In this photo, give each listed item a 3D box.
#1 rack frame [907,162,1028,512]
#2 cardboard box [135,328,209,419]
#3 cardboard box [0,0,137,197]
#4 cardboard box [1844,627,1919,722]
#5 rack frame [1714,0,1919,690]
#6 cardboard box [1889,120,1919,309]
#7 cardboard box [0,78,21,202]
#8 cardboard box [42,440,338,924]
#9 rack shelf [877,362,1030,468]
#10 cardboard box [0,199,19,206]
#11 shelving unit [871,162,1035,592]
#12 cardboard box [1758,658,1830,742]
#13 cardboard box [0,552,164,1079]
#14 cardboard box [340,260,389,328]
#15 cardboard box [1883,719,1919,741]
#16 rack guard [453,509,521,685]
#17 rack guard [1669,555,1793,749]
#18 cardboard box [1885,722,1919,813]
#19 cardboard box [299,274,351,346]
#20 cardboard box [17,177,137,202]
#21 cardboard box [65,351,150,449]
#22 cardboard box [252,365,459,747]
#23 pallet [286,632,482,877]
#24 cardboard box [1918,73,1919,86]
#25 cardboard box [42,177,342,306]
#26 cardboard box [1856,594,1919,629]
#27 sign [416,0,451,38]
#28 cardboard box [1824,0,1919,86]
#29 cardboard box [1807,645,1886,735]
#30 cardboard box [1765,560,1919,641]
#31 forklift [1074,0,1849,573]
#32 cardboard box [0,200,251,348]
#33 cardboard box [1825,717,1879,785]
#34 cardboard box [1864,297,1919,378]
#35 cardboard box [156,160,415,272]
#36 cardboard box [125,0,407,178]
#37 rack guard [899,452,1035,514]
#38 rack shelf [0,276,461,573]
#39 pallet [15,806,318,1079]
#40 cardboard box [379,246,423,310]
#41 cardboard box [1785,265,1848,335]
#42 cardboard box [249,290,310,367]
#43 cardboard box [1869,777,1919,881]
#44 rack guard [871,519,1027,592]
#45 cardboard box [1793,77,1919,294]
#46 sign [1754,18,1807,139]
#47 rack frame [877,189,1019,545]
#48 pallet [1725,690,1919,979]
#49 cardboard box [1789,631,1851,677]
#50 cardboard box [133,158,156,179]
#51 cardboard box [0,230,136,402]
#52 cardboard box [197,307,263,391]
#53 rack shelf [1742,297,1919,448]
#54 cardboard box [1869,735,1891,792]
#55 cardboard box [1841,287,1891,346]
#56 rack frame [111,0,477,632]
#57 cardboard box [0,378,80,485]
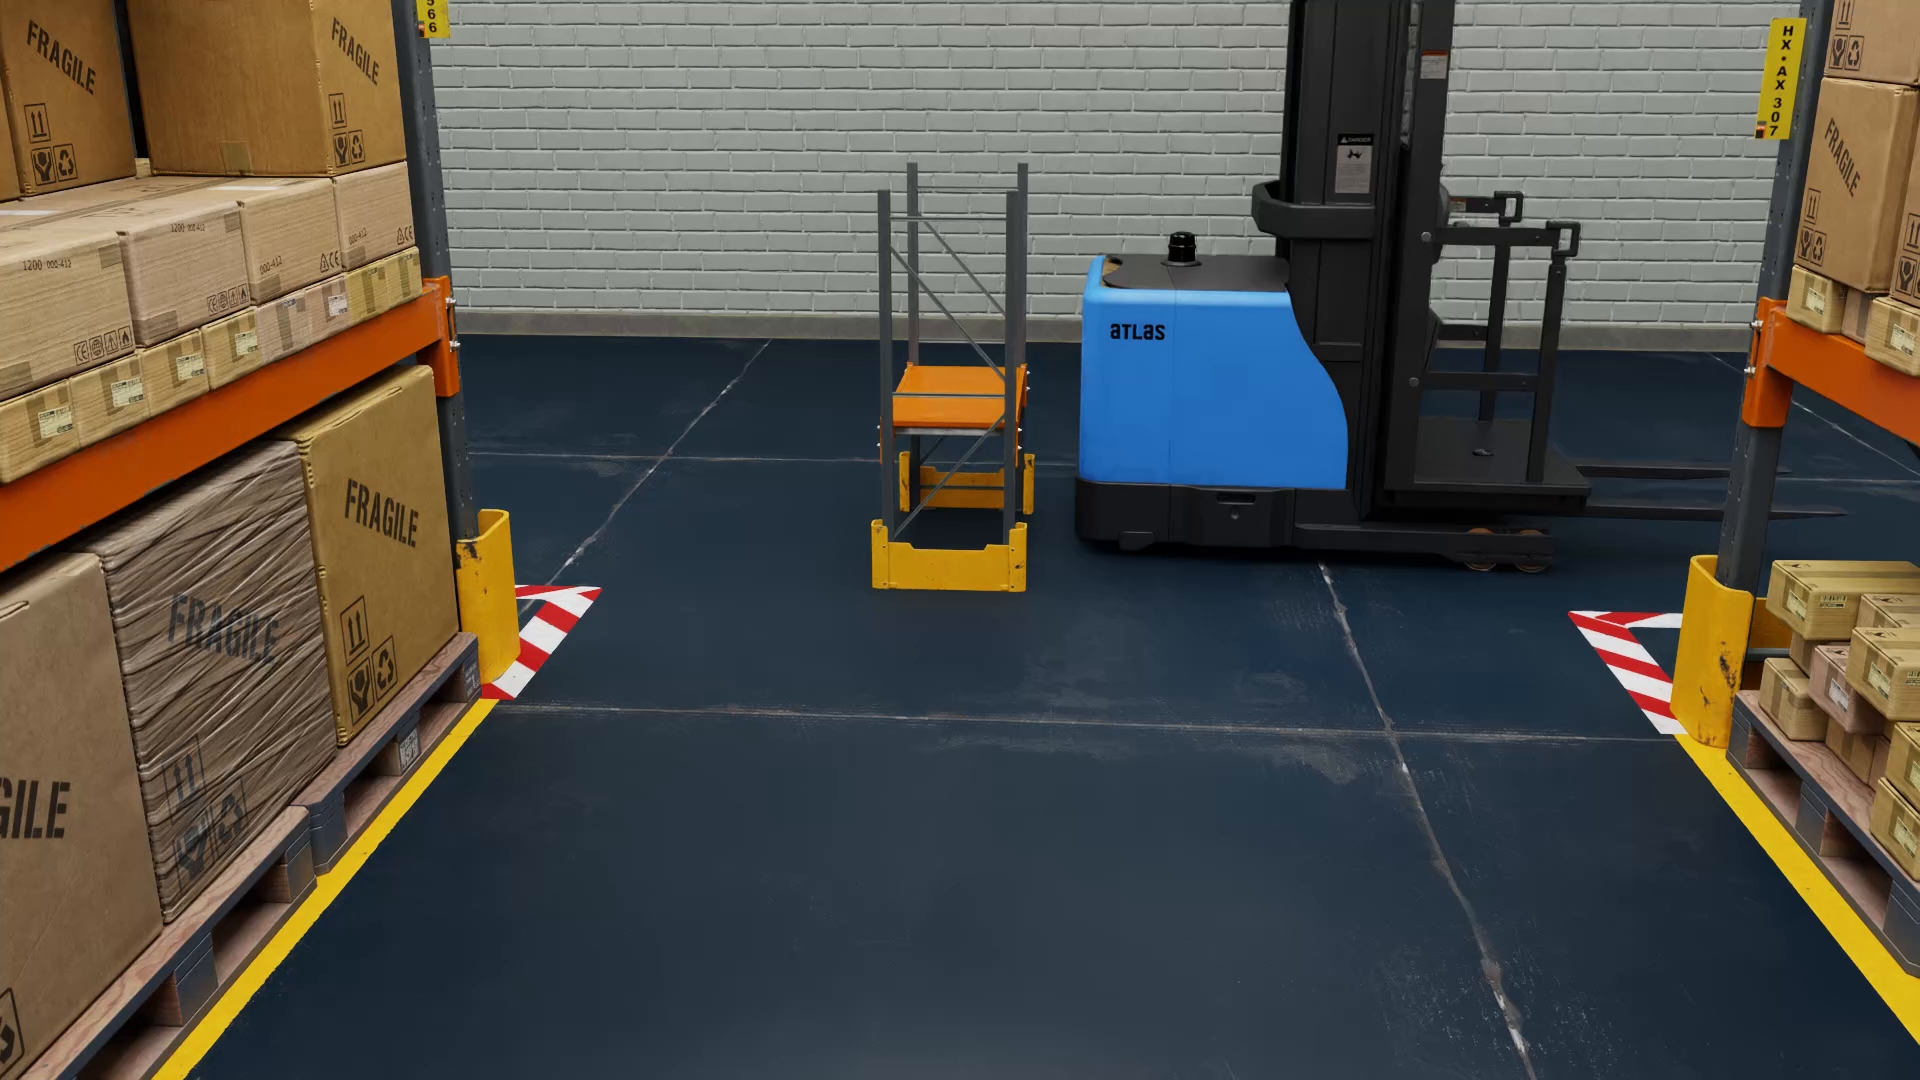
[{"bbox_3d":[0.030,-0.844,7.090,0.500,1.500,0.032,1,18,4],"label":"rack frame"},{"bbox_3d":[-1.894,-0.369,3.636,0.380,0.149,0.250,1,18,4],"label":"cardboard box"},{"bbox_3d":[-2.446,-1.132,4.121,0.500,0.500,0.500,1,18,3],"label":"cardboard box"},{"bbox_3d":[2.411,0.329,4.050,0.380,0.149,0.250,1,18,4],"label":"cardboard box"},{"bbox_3d":[2.833,-0.862,4.737,1.000,3.000,0.127,1,18,4],"label":"rack frame"},{"bbox_3d":[2.513,-0.751,3.760,0.500,0.500,0.500,1,18,4],"label":"cardboard box"},{"bbox_3d":[-2.477,-0.971,3.629,0.500,0.500,0.500,1,18,2],"label":"cardboard box"},{"bbox_3d":[-2.138,0.289,3.962,0.875,0.875,0.875,1,18,4],"label":"cardboard box"},{"bbox_3d":[-0.006,-0.515,6.665,0.538,0.185,1.000,1,18,4],"label":"rack shelf"},{"bbox_3d":[-2.481,-0.614,3.742,0.500,0.250,0.500,1,18,2],"label":"cardboard box"},{"bbox_3d":[-0.005,-0.689,6.617,0.587,1.500,1.083,1,18,4],"label":"shelving unit"},{"bbox_3d":[2.476,0.449,4.641,0.380,0.149,0.250,2,18,5],"label":"cardboard box"},{"bbox_3d":[-2.202,0.565,3.118,0.875,0.875,0.875,1,18,4],"label":"cardboard box"},{"bbox_3d":[-1.821,-0.686,4.604,0.380,0.149,0.250,1,18,4],"label":"cardboard box"},{"bbox_3d":[2.534,0.470,4.097,0.380,0.149,0.250,2,18,5],"label":"cardboard box"},{"bbox_3d":[-2.105,0.176,5.583,1.175,0.500,0.348,1,18,4],"label":"rack guard"},{"bbox_3d":[2.828,0.349,5.054,1.175,0.500,0.348,1,18,4],"label":"rack guard"},{"bbox_3d":[2.408,0.548,3.861,0.380,0.149,0.250,2,18,6],"label":"cardboard box"},{"bbox_3d":[-1.840,-0.608,4.364,0.380,0.149,0.250,1,18,4],"label":"cardboard box"},{"bbox_3d":[-2.441,-0.770,4.218,0.500,0.250,0.500,1,18,3],"label":"cardboard box"},{"bbox_3d":[-1.914,-0.292,3.401,0.380,0.149,0.250,2,18,5],"label":"cardboard box"},{"bbox_3d":[-2.073,0.006,4.824,0.875,0.875,0.875,1,18,4],"label":"cardboard box"},{"bbox_3d":[-2.086,0.571,4.842,1.003,0.211,1.213,1,18,4],"label":"pallet"},{"bbox_3d":[2.507,-1.236,3.633,0.500,0.500,0.500,2,18,6],"label":"cardboard box"},{"bbox_3d":[-1.914,-0.760,4.190,0.500,0.250,0.500,1,18,3],"label":"cardboard box"},{"bbox_3d":[2.557,0.254,4.280,0.380,0.149,0.250,2,18,5],"label":"cardboard box"},{"bbox_3d":[-1.566,-1.651,4.904,0.100,0.325,0.005,1,18,4],"label":"sign"},{"bbox_3d":[2.536,-1.393,4.112,0.500,0.500,0.500,1,18,4],"label":"cardboard box"},{"bbox_3d":[2.464,0.392,4.335,0.380,0.149,0.250,1,18,4],"label":"cardboard box"},{"bbox_3d":[2.457,0.165,4.550,0.380,0.149,0.250,0,18,1],"label":"cardboard box"},{"bbox_3d":[2.019,-1.439,6.607,3.031,2.935,1.130,2,18,6],"label":"forklift"},{"bbox_3d":[-1.950,-0.602,3.707,0.500,0.250,0.500,1,18,2],"label":"cardboard box"},{"bbox_3d":[2.539,0.532,4.387,0.380,0.149,0.250,1,18,4],"label":"cardboard box"},{"bbox_3d":[2.434,-0.487,3.996,0.380,0.149,0.250,1,18,2],"label":"cardboard box"},{"bbox_3d":[-1.877,-0.918,4.671,0.500,0.250,0.500,1,18,3],"label":"cardboard box"},{"bbox_3d":[-1.879,-1.274,4.551,0.500,0.500,0.500,2,18,5],"label":"cardboard box"},{"bbox_3d":[0.030,-0.250,7.284,0.587,0.250,0.087,1,18,4],"label":"rack guard"},{"bbox_3d":[-2.250,-0.041,3.387,1.077,0.370,4.000,1,18,4],"label":"rack shelf"},{"bbox_3d":[-2.176,0.949,3.689,1.003,0.211,1.213,1,18,4],"label":"pallet"},{"bbox_3d":[-1.804,-0.767,4.850,0.380,0.149,0.250,2,18,5],"label":"cardboard box"},{"bbox_3d":[2.483,-0.650,4.492,0.380,0.149,0.250,1,18,3],"label":"cardboard box"},{"bbox_3d":[-1.859,-0.530,4.128,0.380,0.149,0.250,2,18,5],"label":"cardboard box"},{"bbox_3d":[2.401,0.686,3.917,0.380,0.149,0.250,2,18,5],"label":"cardboard box"},{"bbox_3d":[-0.041,0.060,6.340,0.587,0.250,0.087,1,18,4],"label":"rack guard"},{"bbox_3d":[2.526,-0.918,4.269,0.500,0.500,0.500,2,18,7],"label":"cardboard box"},{"bbox_3d":[2.292,-1.286,4.639,0.100,0.325,0.005,1,18,4],"label":"sign"},{"bbox_3d":[-0.043,-0.528,6.127,0.500,1.500,0.032,1,18,4],"label":"rack frame"},{"bbox_3d":[2.734,0.738,4.332,1.003,0.211,1.213,1,18,4],"label":"pallet"},{"bbox_3d":[2.540,0.309,4.590,0.380,0.149,0.250,2,18,6],"label":"cardboard box"},{"bbox_3d":[-2.410,-0.931,4.711,0.500,0.250,0.500,1,18,2],"label":"cardboard box"},{"bbox_3d":[-1.983,-0.441,3.213,0.500,0.250,0.500,1,18,4],"label":"cardboard box"},{"bbox_3d":[-1.876,-0.450,3.882,0.380,0.149,0.250,1,18,3],"label":"cardboard box"},{"bbox_3d":[2.690,0.101,2.954,1.077,0.370,4.000,1,18,4],"label":"rack shelf"},{"bbox_3d":[2.528,0.609,4.151,0.380,0.149,0.250,1,18,5],"label":"cardboard box"},{"bbox_3d":[2.506,-0.570,4.248,0.380,0.149,0.250,2,18,6],"label":"cardboard box"},{"bbox_3d":[-2.107,-1.004,5.171,1.000,3.000,0.127,1,18,4],"label":"rack frame"},{"bbox_3d":[-1.930,-0.211,3.154,0.380,0.149,0.250,1,18,2],"label":"cardboard box"}]
